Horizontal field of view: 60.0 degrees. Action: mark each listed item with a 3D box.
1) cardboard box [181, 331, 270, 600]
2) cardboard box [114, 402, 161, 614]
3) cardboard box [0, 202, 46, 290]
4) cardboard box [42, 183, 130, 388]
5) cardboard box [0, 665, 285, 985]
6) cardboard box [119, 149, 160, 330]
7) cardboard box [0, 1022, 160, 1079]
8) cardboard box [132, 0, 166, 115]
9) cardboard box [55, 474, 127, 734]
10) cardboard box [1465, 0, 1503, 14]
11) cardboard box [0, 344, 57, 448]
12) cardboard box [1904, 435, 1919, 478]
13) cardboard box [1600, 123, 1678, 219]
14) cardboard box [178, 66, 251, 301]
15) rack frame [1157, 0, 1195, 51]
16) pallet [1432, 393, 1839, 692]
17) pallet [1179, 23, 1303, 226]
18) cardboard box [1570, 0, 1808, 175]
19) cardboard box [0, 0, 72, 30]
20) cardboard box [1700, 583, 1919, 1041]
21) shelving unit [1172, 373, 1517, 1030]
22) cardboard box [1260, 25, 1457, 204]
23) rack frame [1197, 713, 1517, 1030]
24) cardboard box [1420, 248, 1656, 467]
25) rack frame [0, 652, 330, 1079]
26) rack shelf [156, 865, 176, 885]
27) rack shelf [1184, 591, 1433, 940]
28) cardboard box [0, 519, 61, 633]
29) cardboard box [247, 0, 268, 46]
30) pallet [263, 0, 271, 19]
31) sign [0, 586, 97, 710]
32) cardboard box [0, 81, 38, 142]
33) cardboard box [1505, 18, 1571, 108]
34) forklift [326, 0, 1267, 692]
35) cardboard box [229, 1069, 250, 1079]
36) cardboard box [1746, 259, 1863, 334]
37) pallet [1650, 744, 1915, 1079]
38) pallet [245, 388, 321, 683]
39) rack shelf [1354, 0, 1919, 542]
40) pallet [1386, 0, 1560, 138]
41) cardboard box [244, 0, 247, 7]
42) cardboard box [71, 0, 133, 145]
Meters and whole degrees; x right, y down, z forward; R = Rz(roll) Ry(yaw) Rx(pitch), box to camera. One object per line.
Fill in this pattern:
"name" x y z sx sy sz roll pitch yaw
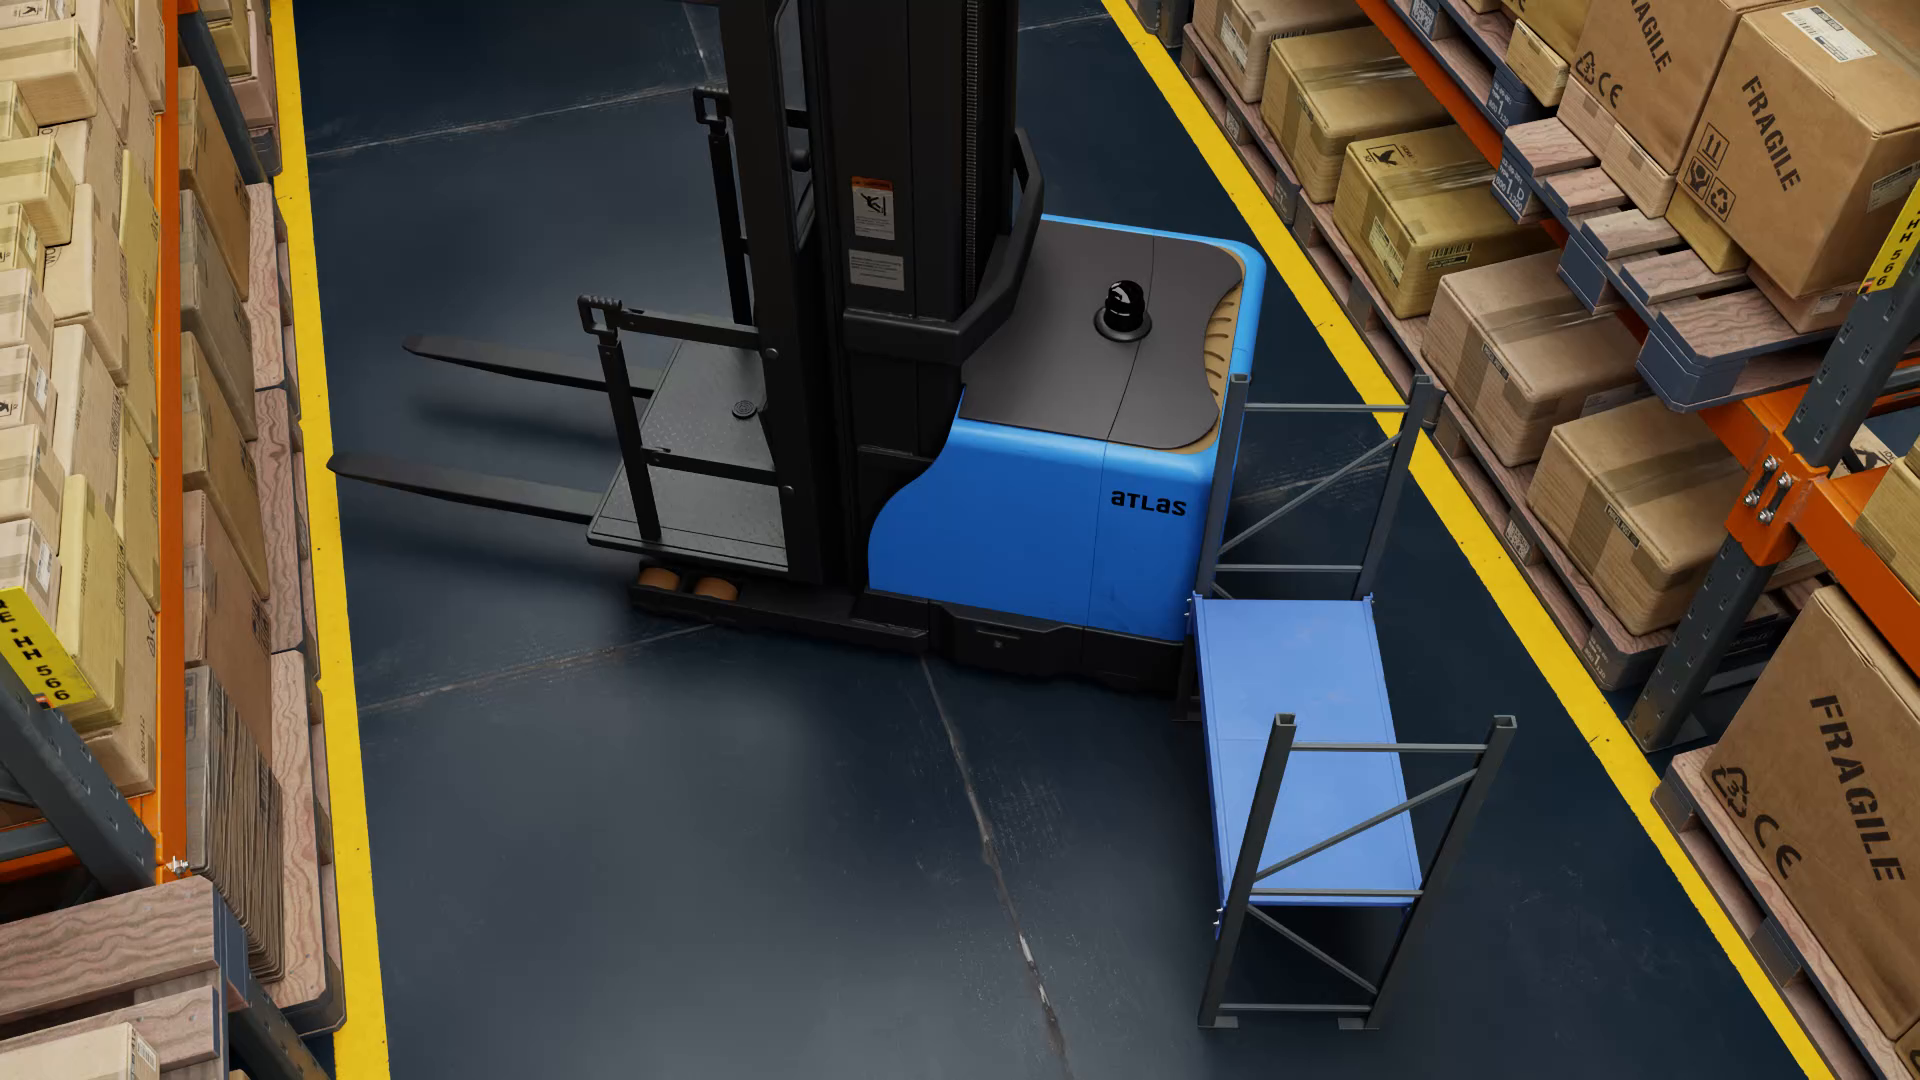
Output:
"cardboard box" -2.718 -0.124 5.171 0.875 0.625 0.625 -15 52 -12
"cardboard box" -2.188 -0.028 3.910 0.500 0.250 0.500 -14 51 -12
"cardboard box" -2.333 -0.611 3.813 0.380 0.149 0.250 -13 51 -11
"cardboard box" -2.329 -0.573 4.042 0.500 0.250 0.500 -14 51 -12
"cardboard box" -2.318 0.843 4.356 0.875 0.625 0.625 -12 51 -10
"cardboard box" -2.499 -0.782 4.545 0.500 0.250 0.500 -12 51 -10
"cardboard box" -1.586 1.010 2.826 0.380 0.149 0.250 -12 51 -10
"cardboard box" -2.777 -1.527 5.173 0.500 0.250 0.500 -14 51 -11
"cardboard box" -2.021 0.174 3.413 0.500 0.250 0.500 -13 51 -11
"cardboard box" 1.738 -1.808 5.202 0.380 0.149 0.250 -15 51 -12
"cardboard box" -2.140 -0.246 3.506 0.380 0.149 0.250 -12 51 -10
"cardboard box" 2.508 -0.140 3.678 0.500 0.250 0.500 -14 51 -11
"cardboard box" 2.006 -1.047 4.561 0.380 0.149 0.250 -14 51 -11
"cardboard box" -3.165 -1.241 6.113 0.875 0.625 0.625 -11 51 -9
"rack frame" 1.411 -3.375 6.633 1.000 3.000 0.127 -13 51 -11
"pallet" 2.364 -0.126 5.718 1.003 0.211 1.213 -13 51 -11
"pallet" 1.643 -1.908 7.220 1.003 0.211 1.213 -13 51 -11
"cardboard box" 2.030 -1.361 4.401 0.500 0.500 0.500 -14 51 -12
"cardboard box" -2.610 -1.365 4.450 0.380 0.149 0.250 -13 51 -11
"cardboard box" 2.719 0.619 4.381 0.875 0.875 0.875 -14 51 -11
"shelving unit" 0.917 0.471 4.372 0.538 1.500 1.048 1 50 0
"cardboard box" 1.784 -1.757 6.713 0.950 0.372 0.625 -10 51 -9
"rack frame" 0.910 0.860 4.044 0.500 1.500 0.032 1 50 0
"cardboard box" 2.210 -0.694 5.817 0.950 0.372 0.625 -14 51 -12
"rack frame" -2.144 0.671 3.223 0.949 2.616 0.053 -13 51 -11
"rack shelf" -1.555 2.364 2.266 1.077 0.370 4.000 -13 51 -11
"rack shelf" 0.917 0.587 4.509 0.538 0.185 1.000 1 50 0
"cardboard box" -1.960 0.131 3.188 0.380 0.149 0.250 -12 51 -10
"cardboard box" -3.321 -2.295 7.246 0.500 0.250 0.500 -14 51 -12
"pallet" -3.889 -2.834 8.001 1.003 0.211 1.213 -13 51 -11
"sign" -1.631 0.194 2.919 0.100 0.325 0.005 -13 51 -11
"cardboard box" -2.521 -0.978 4.123 0.380 0.149 0.250 -13 51 -11
"cardboard box" 1.845 -1.431 4.884 0.380 0.149 0.250 -13 51 -10
"forklift" -0.615 -1.049 4.718 3.031 2.935 1.130 10 51 8
"cardboard box" -1.816 1.602 3.798 0.500 0.500 0.500 -12 51 -10
"cardboard box" 2.272 -0.694 4.263 0.380 0.149 0.250 -12 51 -10
"pallet" 2.755 1.038 4.737 1.003 0.211 1.213 -13 51 -11
"pallet" -2.710 0.071 5.552 1.003 0.211 1.213 -13 51 -11
"rack shelf" 2.002 -1.682 5.677 1.077 0.370 4.000 -13 51 -11
"pallet" 1.969 -1.828 5.455 1.003 0.211 1.213 -13 51 -11
"cardboard box" -3.329 -2.451 7.051 0.500 0.250 0.500 -14 51 -11
"cardboard box" -2.636 -1.313 4.666 0.500 0.250 0.500 -12 51 -10
